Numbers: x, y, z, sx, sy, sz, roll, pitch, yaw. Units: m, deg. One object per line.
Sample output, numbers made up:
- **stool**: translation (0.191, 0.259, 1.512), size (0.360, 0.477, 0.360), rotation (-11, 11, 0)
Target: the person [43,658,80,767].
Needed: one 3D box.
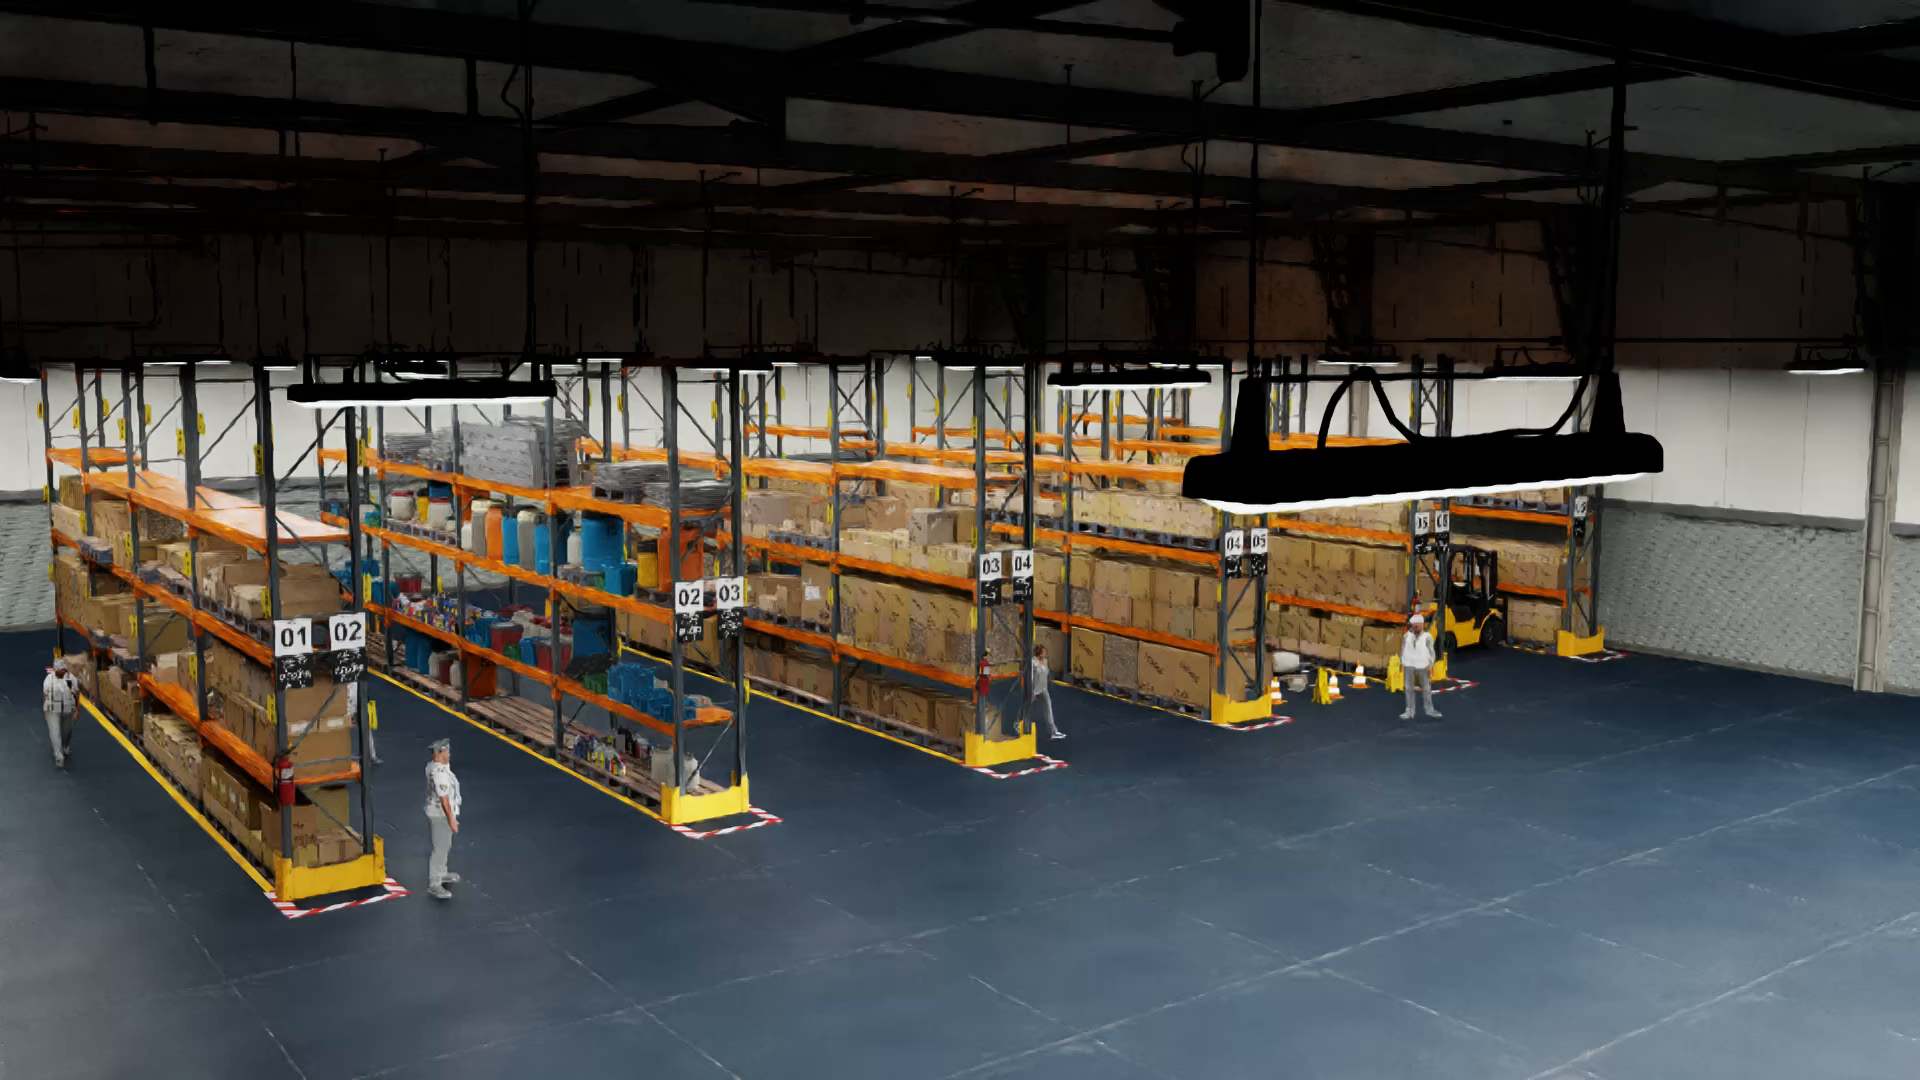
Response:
- **person**: translation (-13.469, 2.542, 24.958), size (0.481, 1.583, 1.083), rotation (-5, 9, -38)

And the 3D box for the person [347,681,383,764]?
- **person**: translation (-9.055, 2.542, 24.833), size (1.060, 1.599, 0.470), rotation (7, 10, 44)

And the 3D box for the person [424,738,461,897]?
- **person**: translation (-5.954, 3.153, 19.128), size (0.413, 1.762, 0.710), rotation (-3, 8, -25)

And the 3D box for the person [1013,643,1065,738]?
- **person**: translation (1.226, 2.385, 26.508), size (0.419, 1.513, 1.037), rotation (-5, 9, -38)

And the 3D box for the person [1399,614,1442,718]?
- **person**: translation (7.746, 2.112, 27.936), size (0.721, 1.771, 0.472), rotation (3, 8, 26)
